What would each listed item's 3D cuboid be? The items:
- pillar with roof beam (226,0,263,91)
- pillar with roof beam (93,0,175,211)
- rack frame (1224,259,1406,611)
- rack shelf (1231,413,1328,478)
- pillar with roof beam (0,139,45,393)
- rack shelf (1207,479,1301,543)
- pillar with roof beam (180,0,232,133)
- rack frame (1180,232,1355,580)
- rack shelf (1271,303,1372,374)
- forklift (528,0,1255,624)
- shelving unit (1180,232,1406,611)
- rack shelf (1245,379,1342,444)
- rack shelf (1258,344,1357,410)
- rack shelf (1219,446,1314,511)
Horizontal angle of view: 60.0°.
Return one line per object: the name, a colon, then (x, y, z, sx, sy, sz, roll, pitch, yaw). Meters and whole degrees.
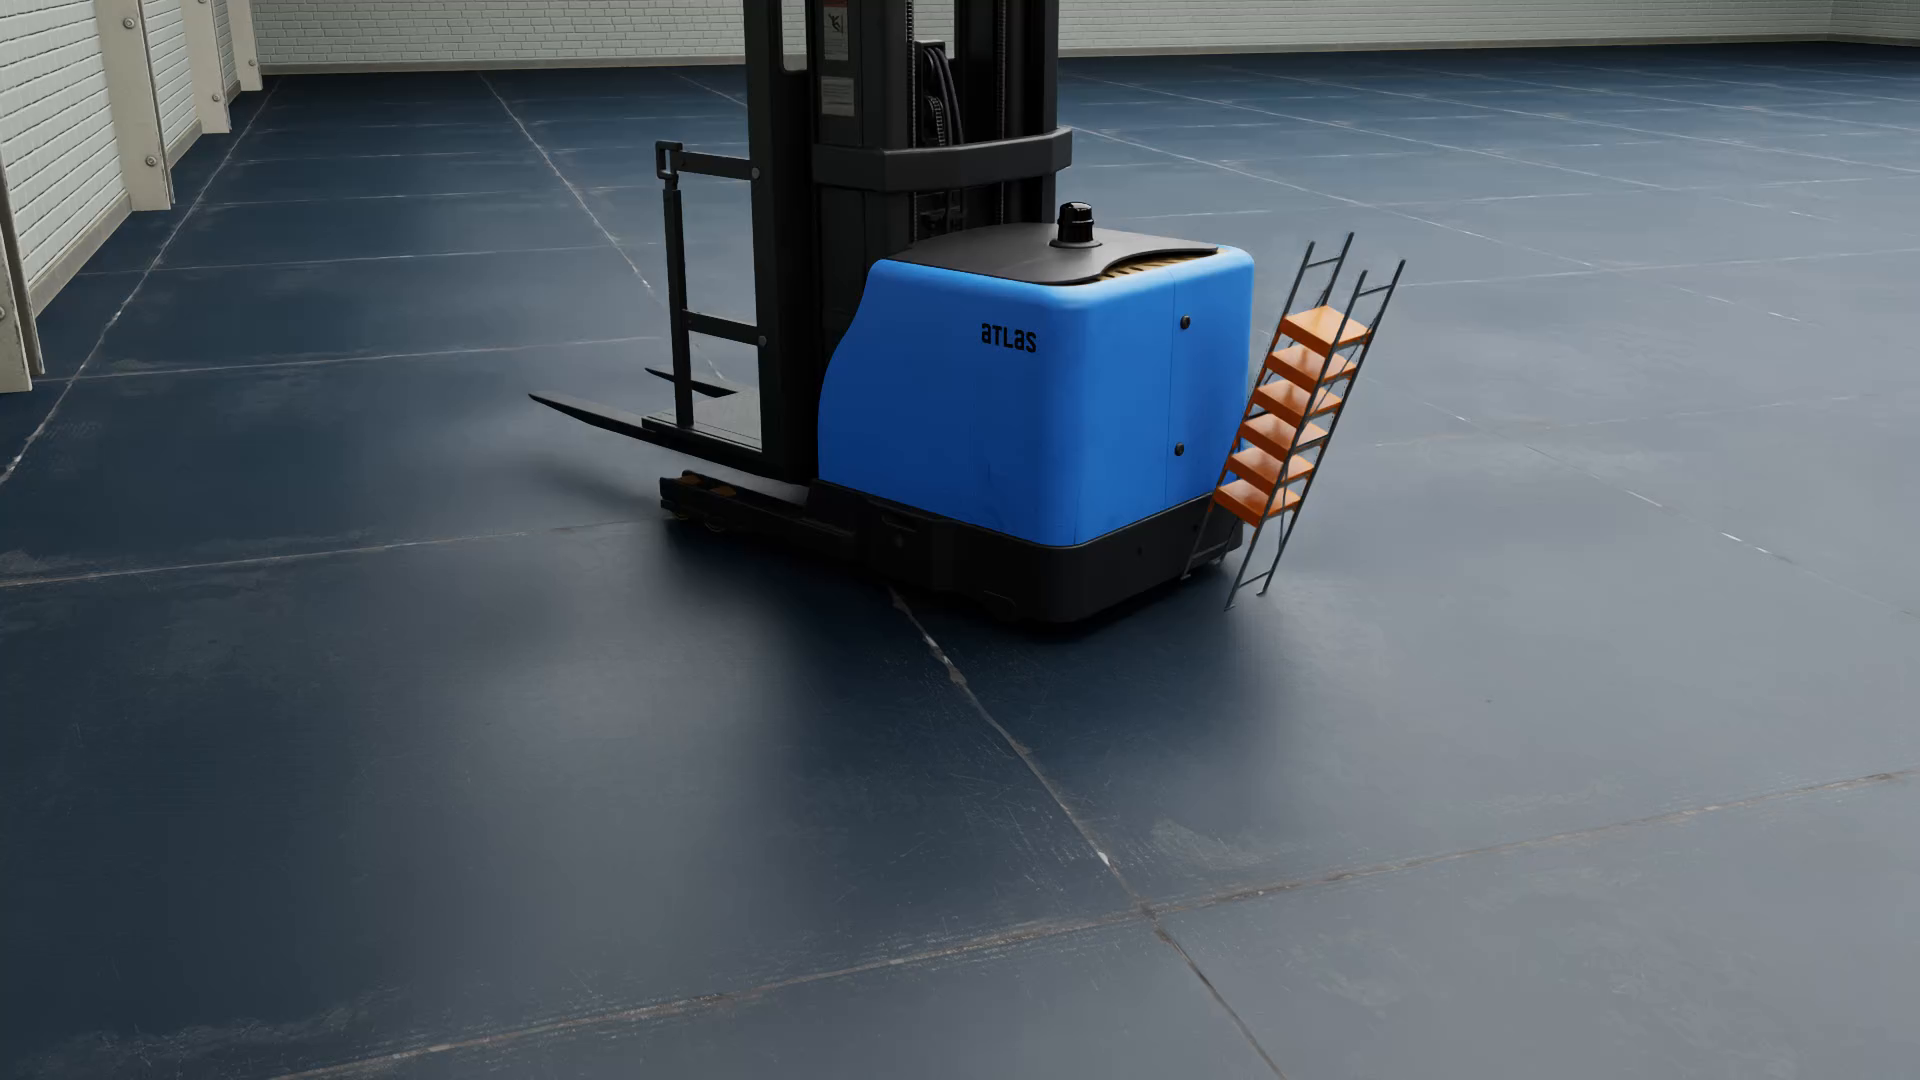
pillar with roof beam: (-6.189, -11.224, 23.852, 9.100, 9.000, 0.400, -6, 21, -17)
pillar with roof beam: (-2.418, -7.373, 13.131, 9.100, 9.000, 0.400, -6, 21, -17)
rack frame: (1.066, -0.294, 5.051, 0.006, 1.200, 0.240, 37, 37, 29)
rack shelf: (0.991, -0.306, 5.119, 0.180, 0.103, 0.258, 37, 37, 29)
pillar with roof beam: (-0.532, -5.447, 7.770, 9.100, 9.000, 0.400, -6, 21, -17)
rack shelf: (0.933, -0.110, 5.246, 0.180, 0.103, 0.258, 37, 37, 29)
pillar with roof beam: (-4.304, -9.298, 18.491, 9.100, 9.000, 0.400, -6, 21, -17)
rack frame: (0.938, -0.390, 5.141, 0.006, 1.200, 0.240, 37, 37, 29)
rack shelf: (1.078, -0.599, 4.930, 0.180, 0.103, 0.258, 37, 37, 29)
forklift: (-0.465, -1.522, 5.818, 3.031, 2.935, 1.130, 17, 26, 39)
shelving unit: (1.002, -0.342, 5.096, 0.189, 1.200, 0.258, 37, 37, 29)
rack shelf: (1.020, -0.404, 5.056, 0.180, 0.103, 0.258, 37, 37, 29)
rack shelf: (1.049, -0.502, 4.993, 0.180, 0.103, 0.258, 37, 37, 29)
rack shelf: (0.962, -0.208, 5.183, 0.180, 0.103, 0.258, 37, 37, 29)
